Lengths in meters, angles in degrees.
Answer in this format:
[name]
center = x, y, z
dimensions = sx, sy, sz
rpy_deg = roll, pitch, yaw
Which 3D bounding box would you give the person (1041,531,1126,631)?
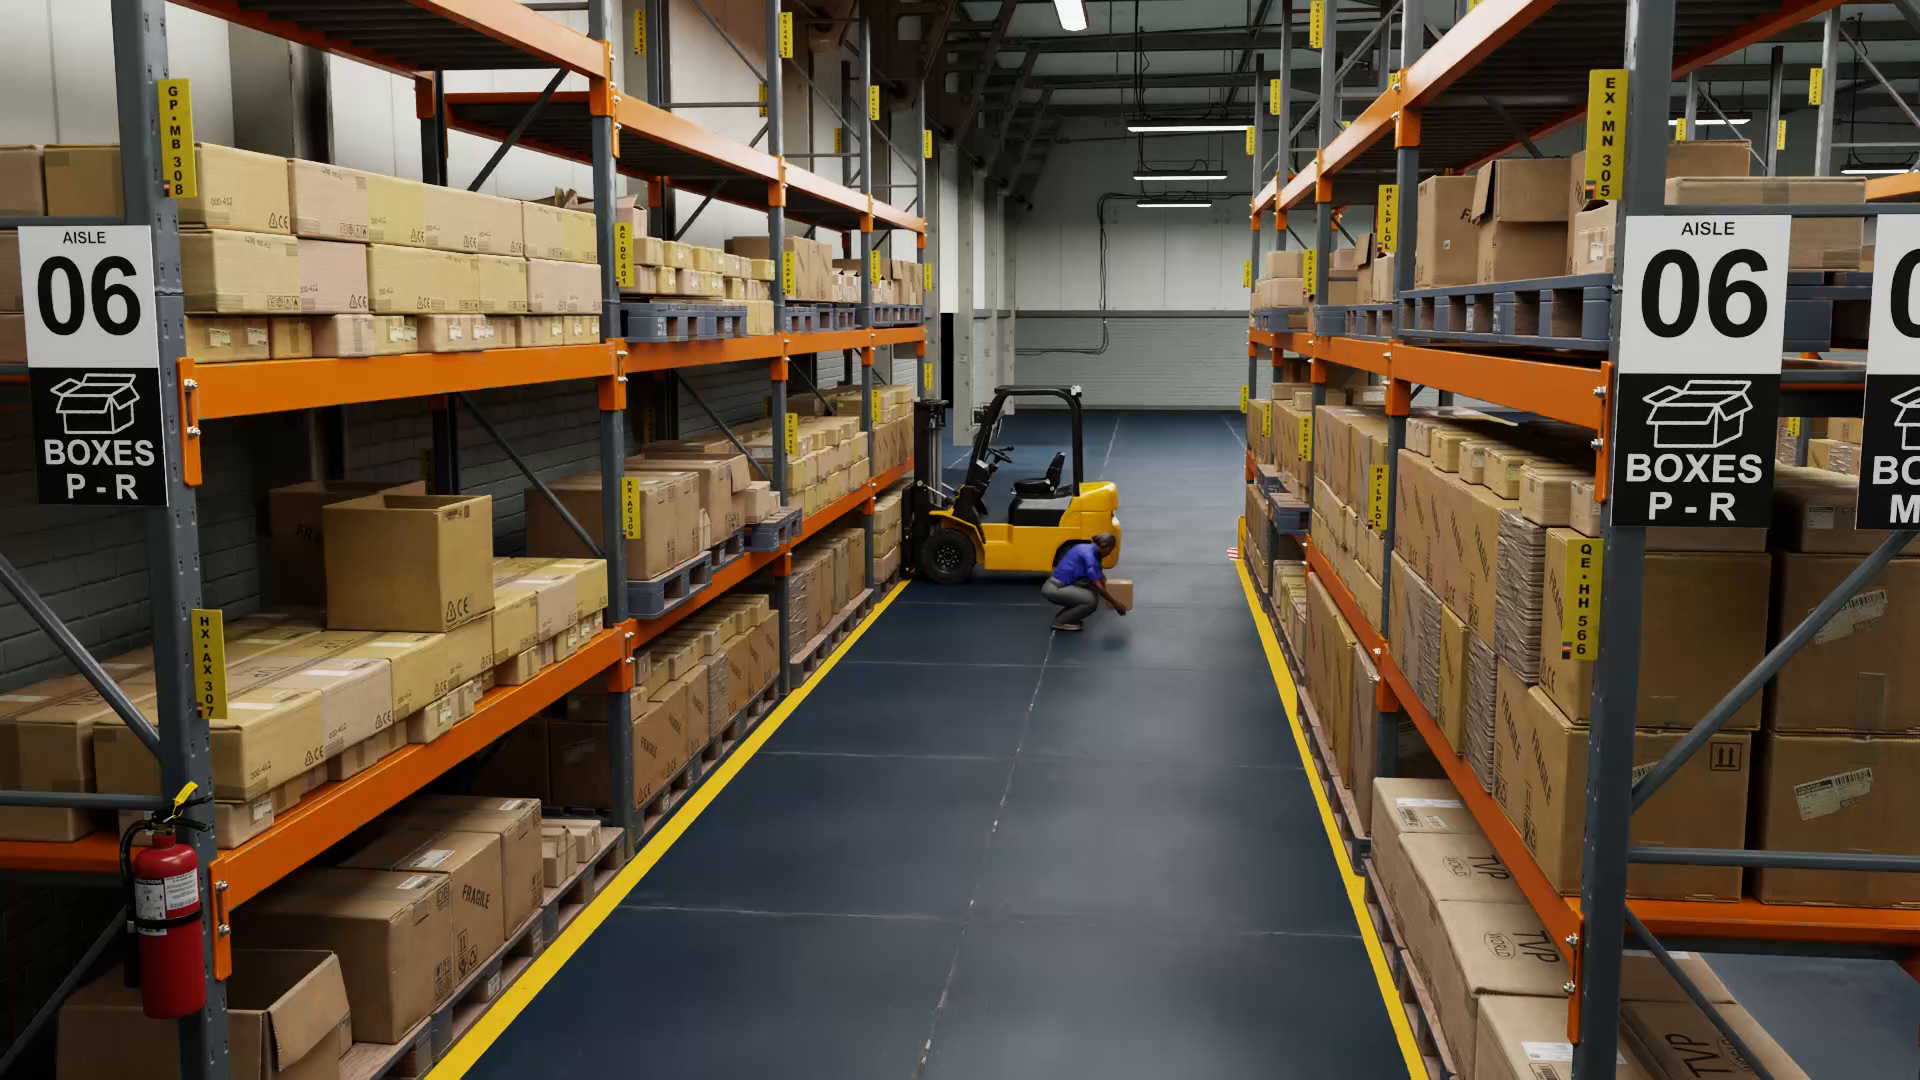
[person]
center = 1.178, 0.386, 15.752
dimensions = 0.814, 0.928, 0.496
rpy_deg = 1, 8, 6
